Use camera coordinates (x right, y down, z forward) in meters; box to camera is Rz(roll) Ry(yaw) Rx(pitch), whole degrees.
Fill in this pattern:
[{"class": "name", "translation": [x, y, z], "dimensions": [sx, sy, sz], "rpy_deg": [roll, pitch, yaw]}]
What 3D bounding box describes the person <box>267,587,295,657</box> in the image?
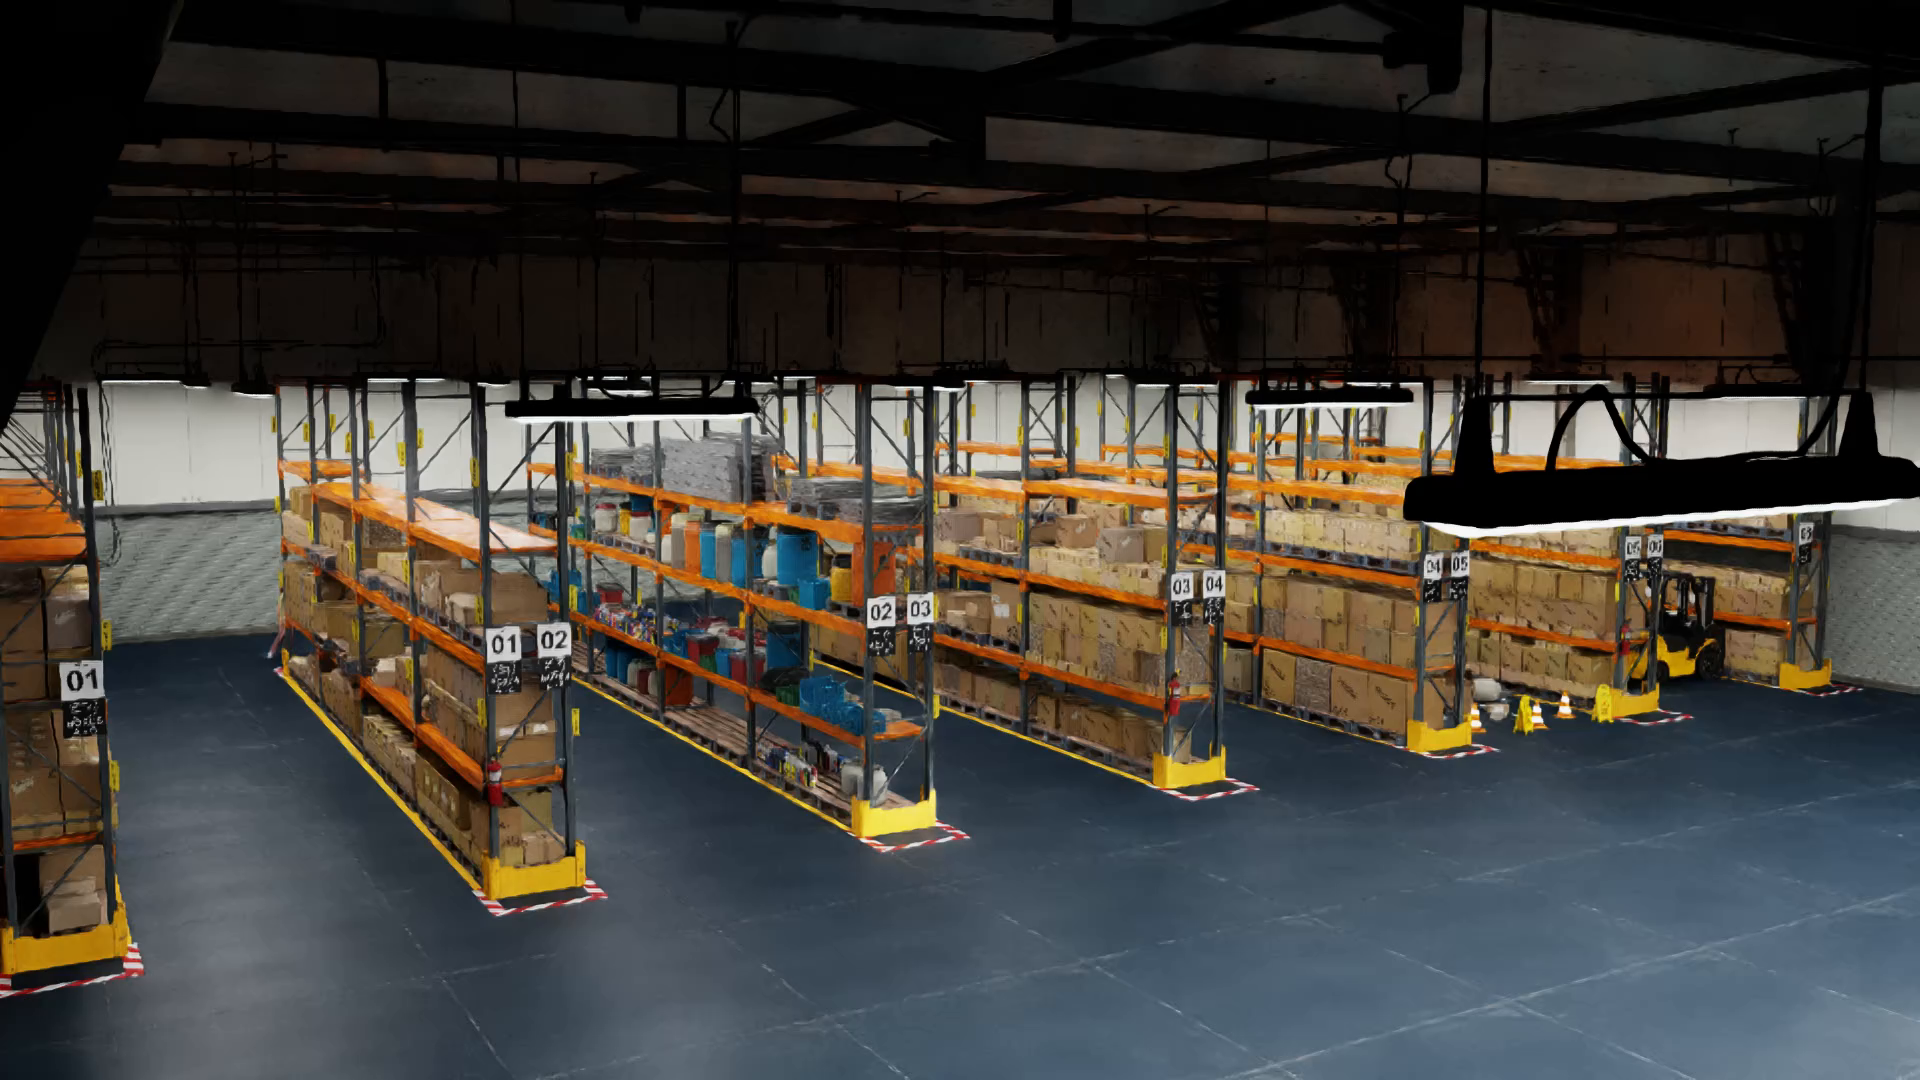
[{"class": "person", "translation": [-14.288, 1.676, 34.990], "dimensions": [0.482, 1.665, 0.638], "rpy_deg": [2, 7, 20]}]
